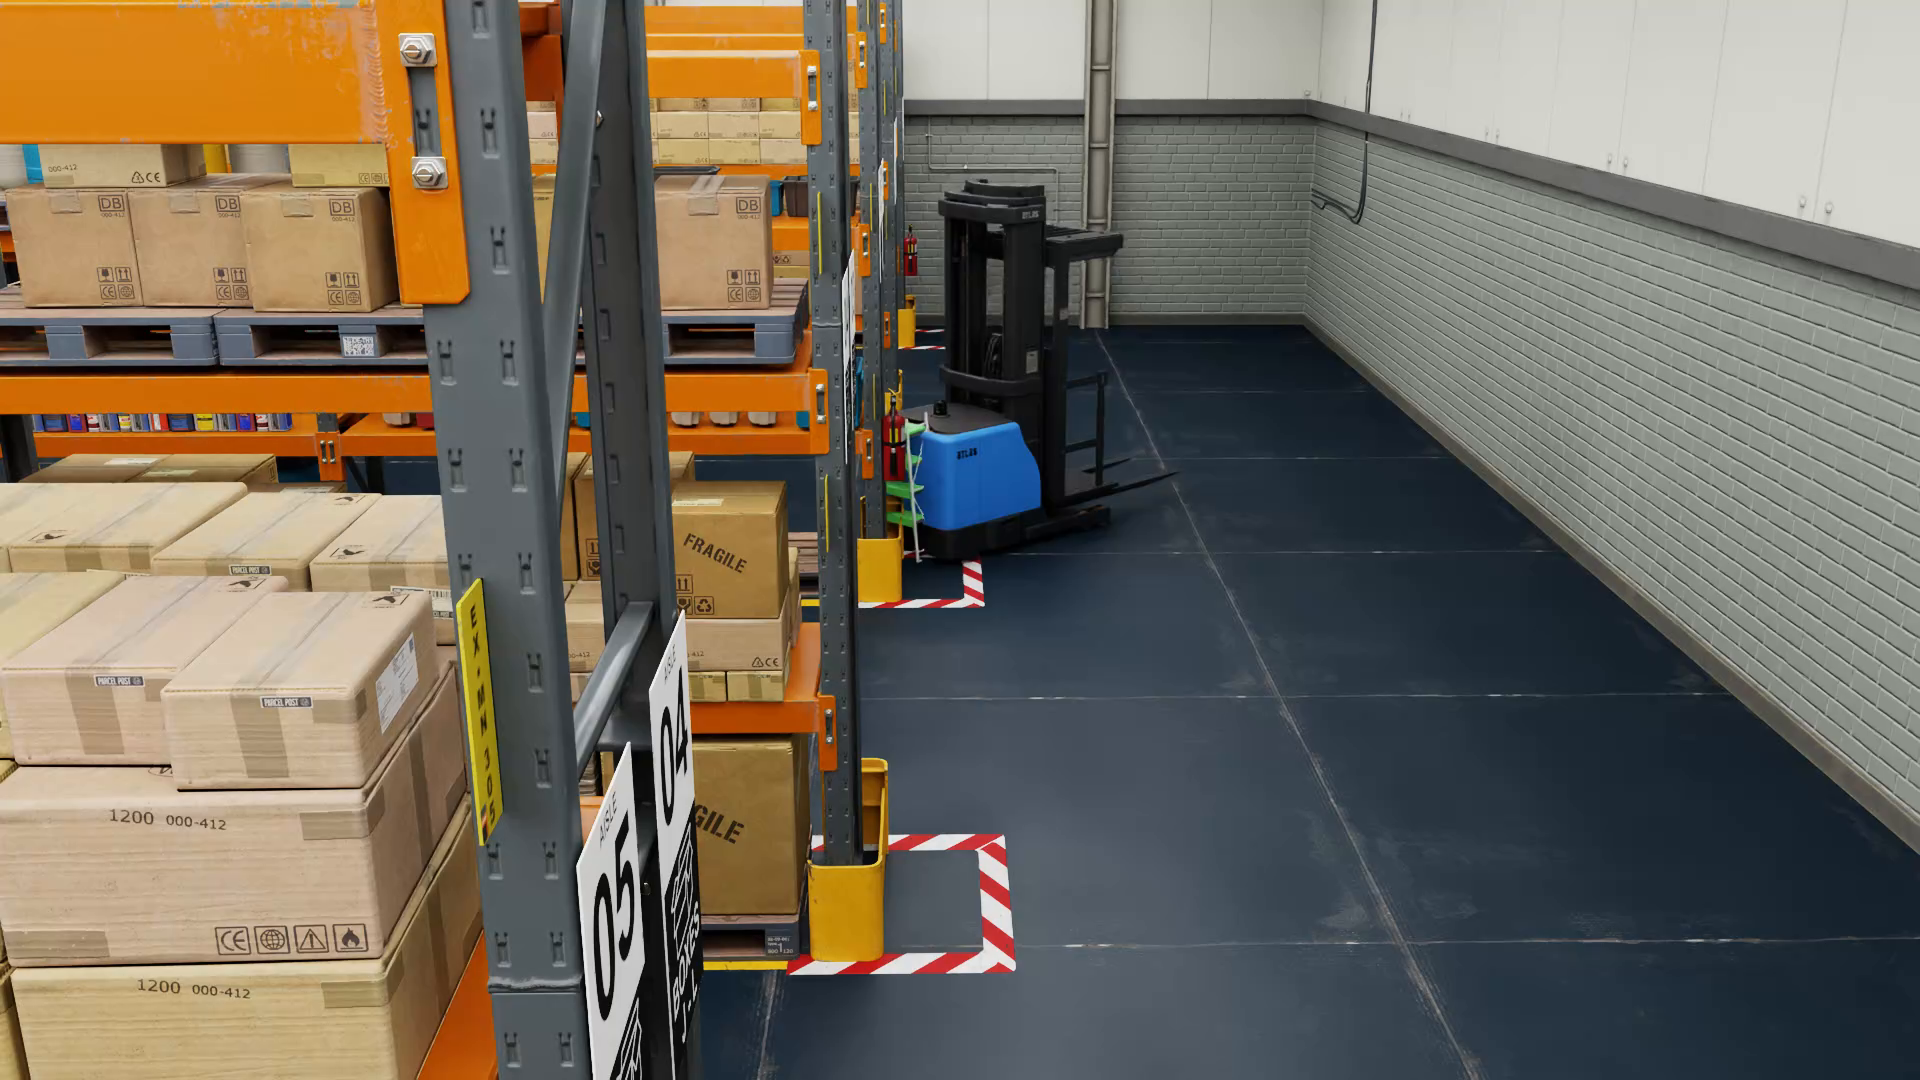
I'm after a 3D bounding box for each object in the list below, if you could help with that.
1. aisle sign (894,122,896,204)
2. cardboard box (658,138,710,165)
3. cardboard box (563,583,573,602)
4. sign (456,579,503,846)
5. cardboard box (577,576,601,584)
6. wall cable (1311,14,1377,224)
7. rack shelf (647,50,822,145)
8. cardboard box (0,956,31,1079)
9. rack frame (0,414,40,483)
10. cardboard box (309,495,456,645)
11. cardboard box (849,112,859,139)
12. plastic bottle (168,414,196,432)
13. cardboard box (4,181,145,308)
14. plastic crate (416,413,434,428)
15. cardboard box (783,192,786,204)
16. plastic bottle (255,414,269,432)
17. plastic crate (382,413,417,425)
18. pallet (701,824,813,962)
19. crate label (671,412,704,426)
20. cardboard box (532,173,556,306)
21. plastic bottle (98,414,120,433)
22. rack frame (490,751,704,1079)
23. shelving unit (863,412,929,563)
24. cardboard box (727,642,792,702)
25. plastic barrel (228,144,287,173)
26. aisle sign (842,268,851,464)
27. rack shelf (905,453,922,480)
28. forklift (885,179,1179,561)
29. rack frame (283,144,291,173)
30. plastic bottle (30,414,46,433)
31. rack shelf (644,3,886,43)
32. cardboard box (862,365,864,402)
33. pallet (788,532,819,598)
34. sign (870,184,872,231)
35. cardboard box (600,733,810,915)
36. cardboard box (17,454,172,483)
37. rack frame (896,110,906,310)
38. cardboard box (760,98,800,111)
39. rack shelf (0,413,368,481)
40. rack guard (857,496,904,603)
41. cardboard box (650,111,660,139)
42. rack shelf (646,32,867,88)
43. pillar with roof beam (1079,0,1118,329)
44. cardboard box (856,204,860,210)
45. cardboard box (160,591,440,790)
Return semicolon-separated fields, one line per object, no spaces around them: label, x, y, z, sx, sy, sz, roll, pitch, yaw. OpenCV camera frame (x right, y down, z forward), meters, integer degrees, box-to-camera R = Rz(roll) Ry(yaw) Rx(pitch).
aisle sign;-0.650;-3.787;16.687;0.004;0.787;0.394;0;18;-1
cardboard box;-2.733;-3.914;16.672;0.500;0.250;0.500;0;18;-1
cardboard box;-2.067;0.401;7.646;0.500;0.250;0.500;-1;18;-3
sign;-0.605;0.218;2.097;0.005;0.325;0.100;0;18;-1
cardboard box;-1.574;0.237;8.156;0.500;0.250;0.500;0;18;-2
wall cable;4.856;-5.452;21.394;0.112;2.526;3.097;0;18;-1
rack shelf;-2.570;-1.931;7.168;4.000;0.370;1.077;0;18;-1
cardboard box;-1.554;0.629;2.511;0.500;0.250;0.500;0;18;-1
rack frame;-4.570;0.402;7.883;0.127;3.000;1.000;0;18;-1
cardboard box;-0.921;0.045;2.859;0.250;0.149;0.380;0;18;-1
cardboard box;-1.233;-4.157;16.613;0.500;0.250;0.500;0;18;-1
plastic bottle;-5.747;-0.982;12.278;0.185;0.351;0.144;0;18;-1
cardboard box;-3.789;-1.343;7.399;0.500;0.500;0.700;-1;18;-4
plastic crate;-3.752;-1.097;12.354;0.583;0.464;0.402;0;18;-1
cardboard box;-2.042;-4.286;22.007;0.700;0.700;0.980;0;18;-1
plastic bottle;-5.153;-0.906;12.288;0.097;0.201;0.097;0;18;0
plastic crate;-4.181;-0.972;12.501;0.243;0.136;0.396;0;18;-1
pallet;-1.369;1.739;8.283;1.213;0.211;1.003;0;18;-1
crate label;-2.029;-0.968;12.487;0.243;0.136;0.396;0;18;-1
cardboard box;-1.654;-1.356;7.438;0.500;0.500;0.700;-1;18;-3
plastic bottle;-6.273;-0.945;12.285;0.135;0.276;0.152;0;18;-1
rack frame;-0.593;1.898;3.219;0.127;3.000;1.000;0;18;-1
shelving unit;-0.483;-0.462;13.471;0.503;1.200;0.258;14;27;41
cardboard box;-0.921;0.605;7.663;0.250;0.149;0.380;0;18;0
plastic barrel;-5.179;-2.878;12.286;0.433;0.535;0.433;0;18;0
aisle sign;-0.494;-0.764;7.262;0.004;0.787;0.394;0;18;-1
rack shelf;-0.495;-0.627;13.412;0.480;0.148;0.258;14;27;41
forklift;0.671;-1.585;14.191;3.031;2.935;1.130;-15;23;-40
rack frame;-4.648;-3.967;11.682;0.127;3.000;1.000;0;18;-1
plastic bottle;-6.823;-0.942;12.277;0.135;0.276;0.152;0;18;-1
rack shelf;-2.723;-5.146;16.539;4.000;0.370;1.077;0;18;-1
cardboard box;-1.263;-1.584;17.447;0.500;0.500;0.500;0;18;-1
pallet;-1.474;0.190;13.109;1.213;0.211;1.003;0;18;-1
sign;-0.624;-2.340;11.693;0.005;0.325;0.100;0;18;-1
cardboard box;-1.209;1.222;8.118;0.875;0.875;0.875;0;18;-1
cardboard box;-4.115;-0.109;8.008;0.500;0.500;0.500;0;18;1
rack frame;-0.805;-4.156;22.091;0.127;3.000;1.000;0;18;-1
cardboard box;-1.738;-4.611;16.799;0.500;0.500;0.700;0;18;-1
rack shelf;-6.648;-0.758;12.679;4.000;0.370;1.077;0;18;-1
rack guard;-0.625;0.056;13.053;0.348;0.500;1.175;0;18;-1
cardboard box;-3.233;-4.147;16.580;0.500;0.250;0.500;0;18;-1
rack shelf;-2.649;-3.444;11.883;4.000;0.370;1.077;0;18;-1
pillar with roof beam;1.949;-5.975;17.940;0.400;9.000;9.100;0;18;-1
cardboard box;-1.171;-3.245;17.451;0.500;0.500;0.500;0;18;1
cardboard box;-0.921;0.205;2.362;0.250;0.149;0.380;0;18;-1
